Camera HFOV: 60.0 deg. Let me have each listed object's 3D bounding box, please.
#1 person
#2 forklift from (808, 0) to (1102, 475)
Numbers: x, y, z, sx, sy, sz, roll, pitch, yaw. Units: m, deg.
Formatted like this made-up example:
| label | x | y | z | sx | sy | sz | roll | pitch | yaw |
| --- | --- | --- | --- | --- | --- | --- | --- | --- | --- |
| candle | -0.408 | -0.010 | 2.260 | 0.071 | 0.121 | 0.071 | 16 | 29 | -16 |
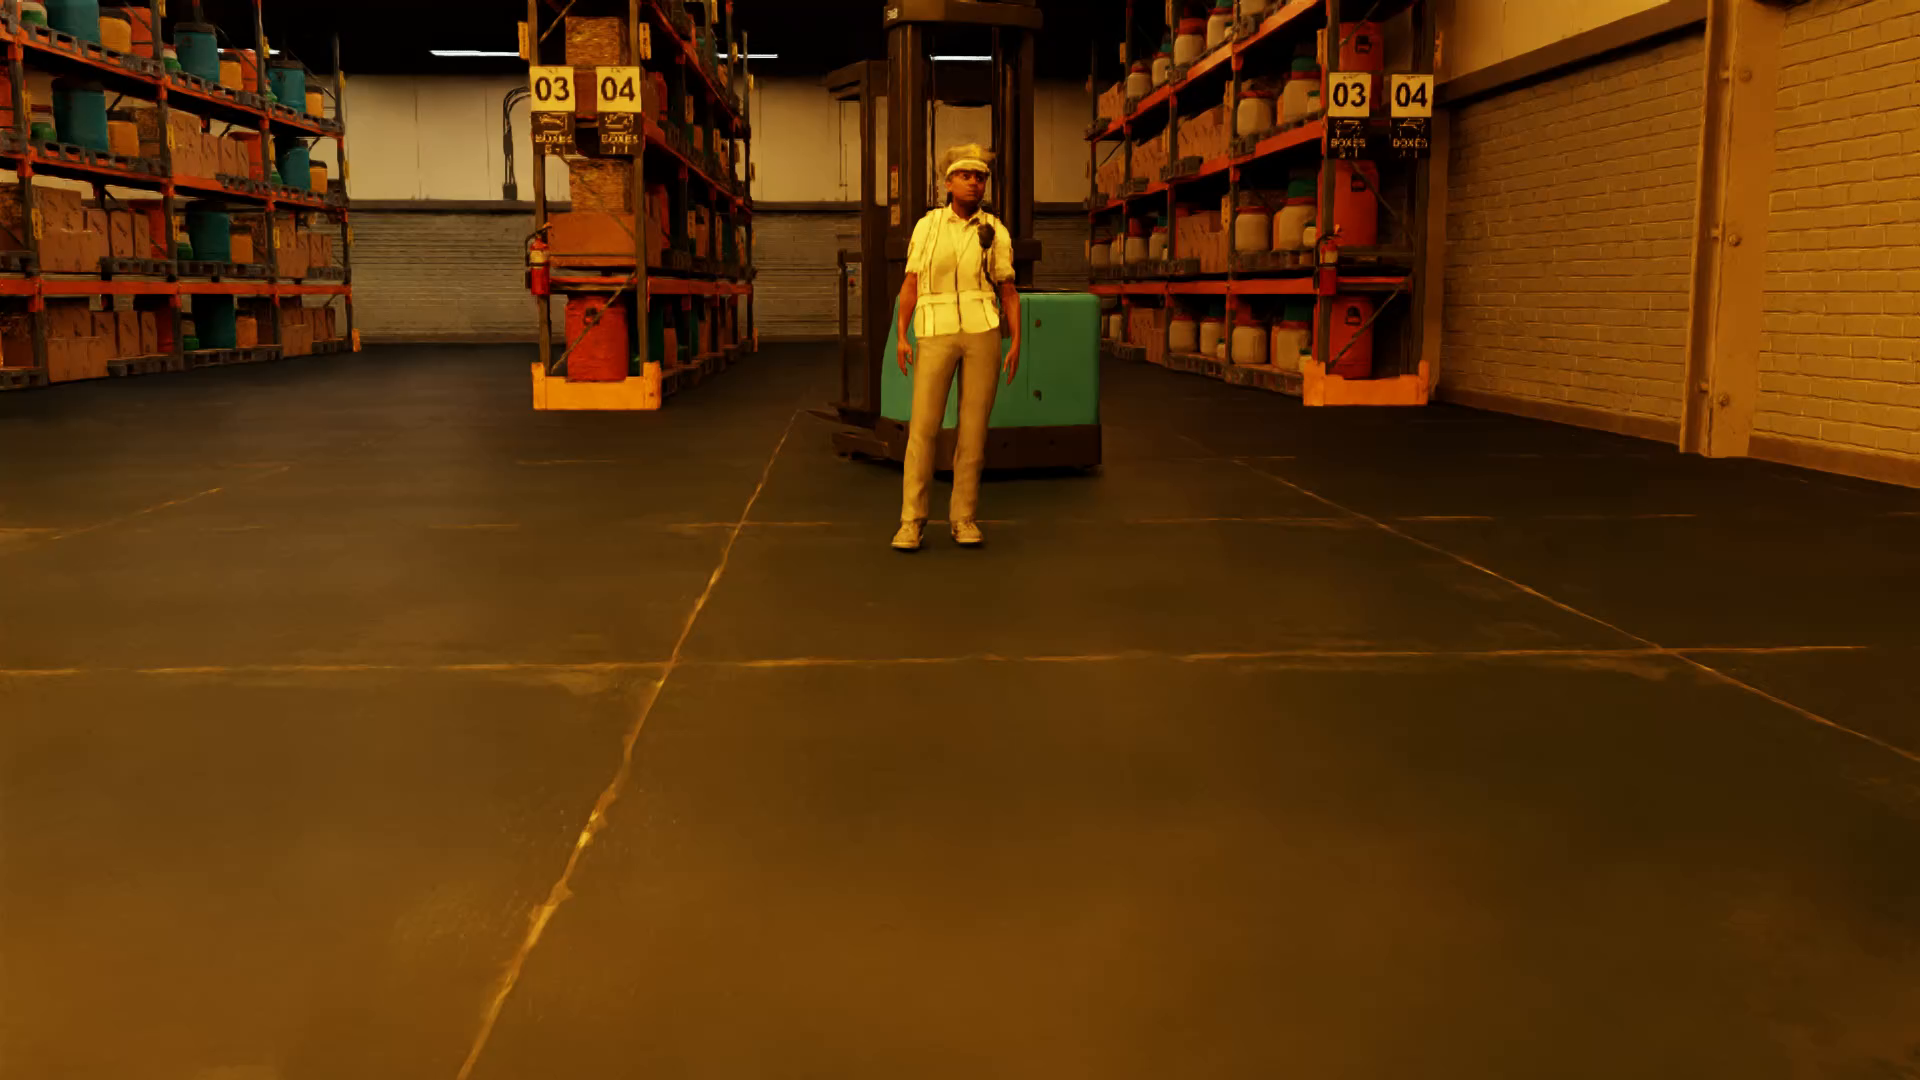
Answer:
| label | x | y | z | sx | sy | sz | roll | pitch | yaw |
| --- | --- | --- | --- | --- | --- | --- | --- | --- | --- |
| person | -0.015 | -0.834 | 7.109 | 0.570 | 1.693 | 0.529 | -1 | 8 | -4 |
| forklift | -0.206 | -2.005 | 10.835 | 1.130 | 2.935 | 3.031 | -4 | 9 | -23 |
